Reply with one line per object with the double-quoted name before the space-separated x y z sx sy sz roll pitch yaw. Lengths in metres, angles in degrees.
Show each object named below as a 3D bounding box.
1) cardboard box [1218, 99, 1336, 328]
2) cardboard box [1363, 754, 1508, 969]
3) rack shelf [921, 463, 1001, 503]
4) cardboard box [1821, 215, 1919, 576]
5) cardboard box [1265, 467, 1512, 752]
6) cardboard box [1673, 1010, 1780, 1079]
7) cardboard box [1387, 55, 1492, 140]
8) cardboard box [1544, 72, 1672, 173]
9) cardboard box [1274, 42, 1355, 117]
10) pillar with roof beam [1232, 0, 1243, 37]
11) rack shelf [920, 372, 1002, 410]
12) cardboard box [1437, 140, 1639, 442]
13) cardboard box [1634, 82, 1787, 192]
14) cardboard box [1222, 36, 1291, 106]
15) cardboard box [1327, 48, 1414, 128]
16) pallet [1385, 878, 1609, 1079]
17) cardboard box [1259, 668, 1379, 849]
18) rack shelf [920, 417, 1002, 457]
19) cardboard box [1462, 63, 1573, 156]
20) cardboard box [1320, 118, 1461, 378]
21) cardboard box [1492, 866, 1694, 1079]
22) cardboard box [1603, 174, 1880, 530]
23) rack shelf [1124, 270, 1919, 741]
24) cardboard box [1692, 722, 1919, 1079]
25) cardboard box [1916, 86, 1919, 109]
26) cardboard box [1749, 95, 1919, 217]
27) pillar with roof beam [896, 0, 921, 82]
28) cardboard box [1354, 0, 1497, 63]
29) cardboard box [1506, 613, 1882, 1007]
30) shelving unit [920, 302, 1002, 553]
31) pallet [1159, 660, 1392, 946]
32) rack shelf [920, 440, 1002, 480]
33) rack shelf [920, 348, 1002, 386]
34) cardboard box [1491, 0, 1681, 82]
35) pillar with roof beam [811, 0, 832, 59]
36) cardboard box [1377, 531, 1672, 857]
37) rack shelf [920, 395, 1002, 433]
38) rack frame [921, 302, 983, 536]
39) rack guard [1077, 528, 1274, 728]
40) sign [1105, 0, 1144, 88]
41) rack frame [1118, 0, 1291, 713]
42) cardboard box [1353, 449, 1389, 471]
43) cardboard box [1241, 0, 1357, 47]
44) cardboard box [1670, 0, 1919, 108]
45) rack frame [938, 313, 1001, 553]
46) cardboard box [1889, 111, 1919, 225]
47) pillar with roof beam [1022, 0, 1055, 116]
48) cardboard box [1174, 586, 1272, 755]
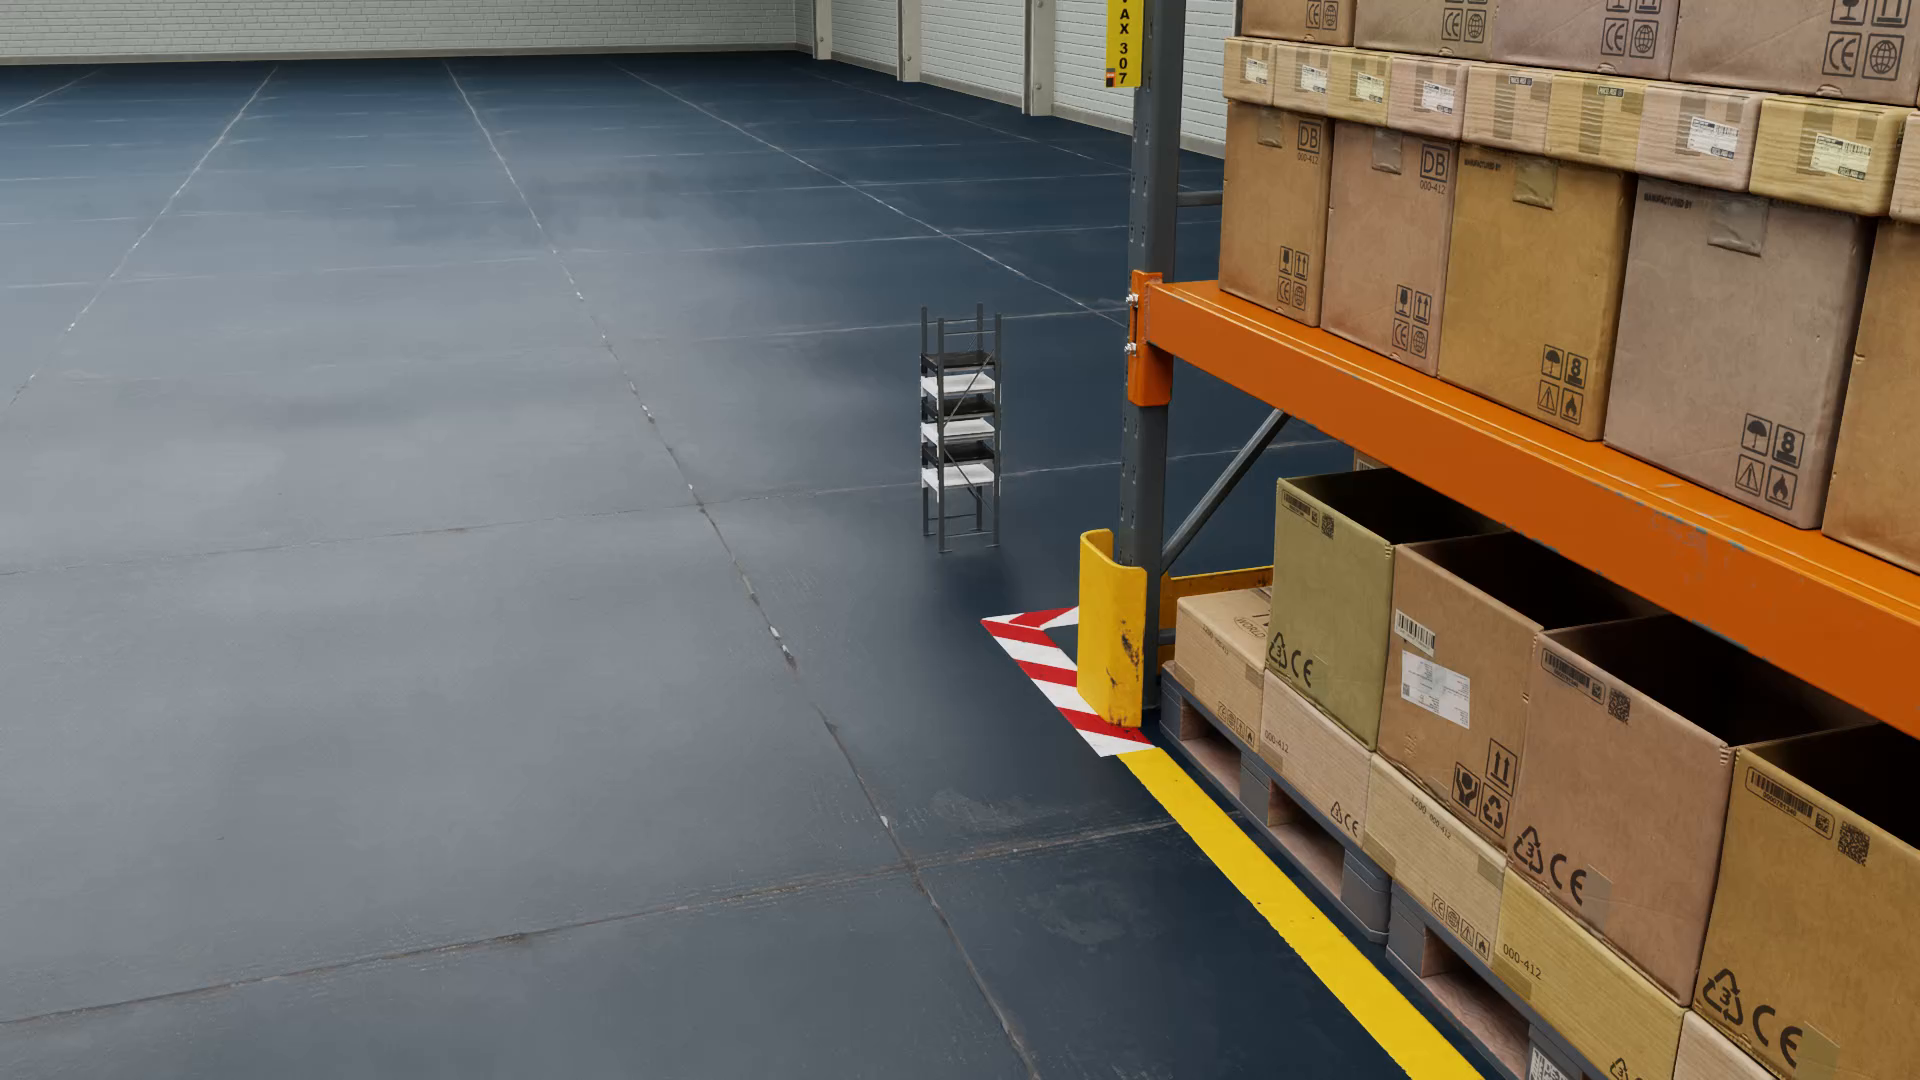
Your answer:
"cardboard box" 1.094 -0.859 4.223 0.700 0.500 0.500 -6 21 -17
"cardboard box" 1.234 0.650 3.617 0.500 0.250 0.500 -6 21 -17
"rack shelf" 0.003 -0.220 6.329 0.258 0.077 0.200 -6 21 -17
"cardboard box" 1.745 -0.198 2.383 0.700 0.500 0.500 -6 21 -16
"cardboard box" 1.076 0.136 3.936 0.500 0.500 0.500 -6 21 -17
"cardboard box" 1.545 0.971 2.722 0.500 0.250 0.500 -6 21 -17
"cardboard box" 1.118 -0.921 3.435 0.380 0.149 0.250 -7 21 -18
"cardboard box" 1.285 -0.754 2.970 0.380 0.149 0.250 -7 21 -18
"cardboard box" 0.964 -1.082 3.885 0.380 0.149 0.250 -7 21 -19
"pillar with roof beam" -1.156 -7.575 14.193 9.100 9.000 0.400 -6 21 -17
"rack shelf" 0.003 -0.559 6.208 0.258 0.077 0.200 -6 21 -17
"cardboard box" 1.414 -0.531 3.310 0.700 0.500 0.500 -6 21 -17
"cardboard box" 1.361 -0.673 2.746 0.380 0.149 0.250 -6 21 -17
"cardboard box" 0.878 -1.167 4.120 0.380 0.149 0.250 -7 21 -18
"cardboard box" 1.041 -1.002 3.661 0.380 0.149 0.250 -6 21 -17
"pallet" 1.619 0.981 3.373 1.003 0.211 1.213 -6 21 -17
"cardboard box" 1.078 0.489 4.064 0.500 0.250 0.500 -6 21 -17
"rack shelf" 0.003 -0.390 6.268 0.258 0.077 0.200 -6 21 -17
"cardboard box" 1.204 -0.836 3.198 0.380 0.149 0.250 -7 21 -19
"cardboard box" 1.264 -0.691 3.755 0.700 0.500 0.500 -6 21 -16
"cardboard box" 1.387 0.811 3.169 0.500 0.250 0.500 -6 21 -17
"cardboard box" 1.583 -0.362 2.840 0.700 0.500 0.500 -6 21 -16
"rack shelf" 1.588 0.017 2.995 1.077 0.370 4.000 -6 21 -17
"cardboard box" 1.557 0.617 2.599 0.500 0.500 0.500 -6 21 -17
"cardboard box" 1.754 -0.802 2.144 0.700 0.500 0.500 -6 21 -17
"cardboard box" 1.444 -0.589 2.511 0.380 0.149 0.250 -6 21 -15
"pillar with roof beam" -4.928 -11.426 24.915 9.100 9.000 0.400 -6 21 -17
"cardboard box" 1.281 -1.284 3.488 0.700 0.500 0.500 -7 21 -19
"cardboard box" 1.386 0.458 3.042 0.500 0.500 0.500 -6 21 -17
"shelving unit" 0.003 -0.421 6.257 0.258 0.900 0.210 -6 21 -17
"pallet" 1.240 0.590 4.461 1.003 0.211 1.213 -6 21 -17
"rack shelf" 0.003 -0.305 6.299 0.258 0.077 0.200 -6 21 -17
"rack shelf" 0.003 -0.644 6.177 0.258 0.077 0.200 -6 21 -17
"cardboard box" 1.440 -1.123 3.038 0.700 0.500 0.500 -6 21 -17
"pillar with roof beam" -6.814 -13.351 30.275 9.100 9.000 0.400 -6 21 -17
"cardboard box" 1.245 0.295 3.494 0.500 0.500 0.500 -6 21 -17
"rack shelf" 0.003 -0.474 6.238 0.258 0.077 0.200 -6 21 -17
"rack frame" -0.029 -0.454 6.348 0.240 0.900 0.006 -6 21 -17
"rack guard" 0.952 0.206 5.104 1.175 0.500 0.348 -6 21 -17
"sign" 0.431 -1.351 4.342 0.100 0.325 0.005 -6 21 -17
"rack frame" 0.959 -0.963 4.660 1.000 3.000 0.127 -6 21 -17
"cardboard box" 1.411 -0.079 4.536 0.500 0.500 0.500 -6 21 -17
"cardboard box" 1.111 -1.453 3.956 0.700 0.500 0.500 -6 21 -17
"cardboard box" 1.598 -0.962 2.590 0.700 0.500 0.500 -6 21 -17
"rack frame" 0.034 -0.388 6.166 0.240 0.900 0.006 -6 21 -17
"cardboard box" 1.530 -0.504 2.275 0.380 0.149 0.250 -6 21 -16
"pillar with roof beam" -3.042 -9.500 19.554 9.100 9.000 0.400 -6 21 -17
"cardboard box" 0.917 0.329 4.509 0.500 0.250 0.500 -6 21 -17
